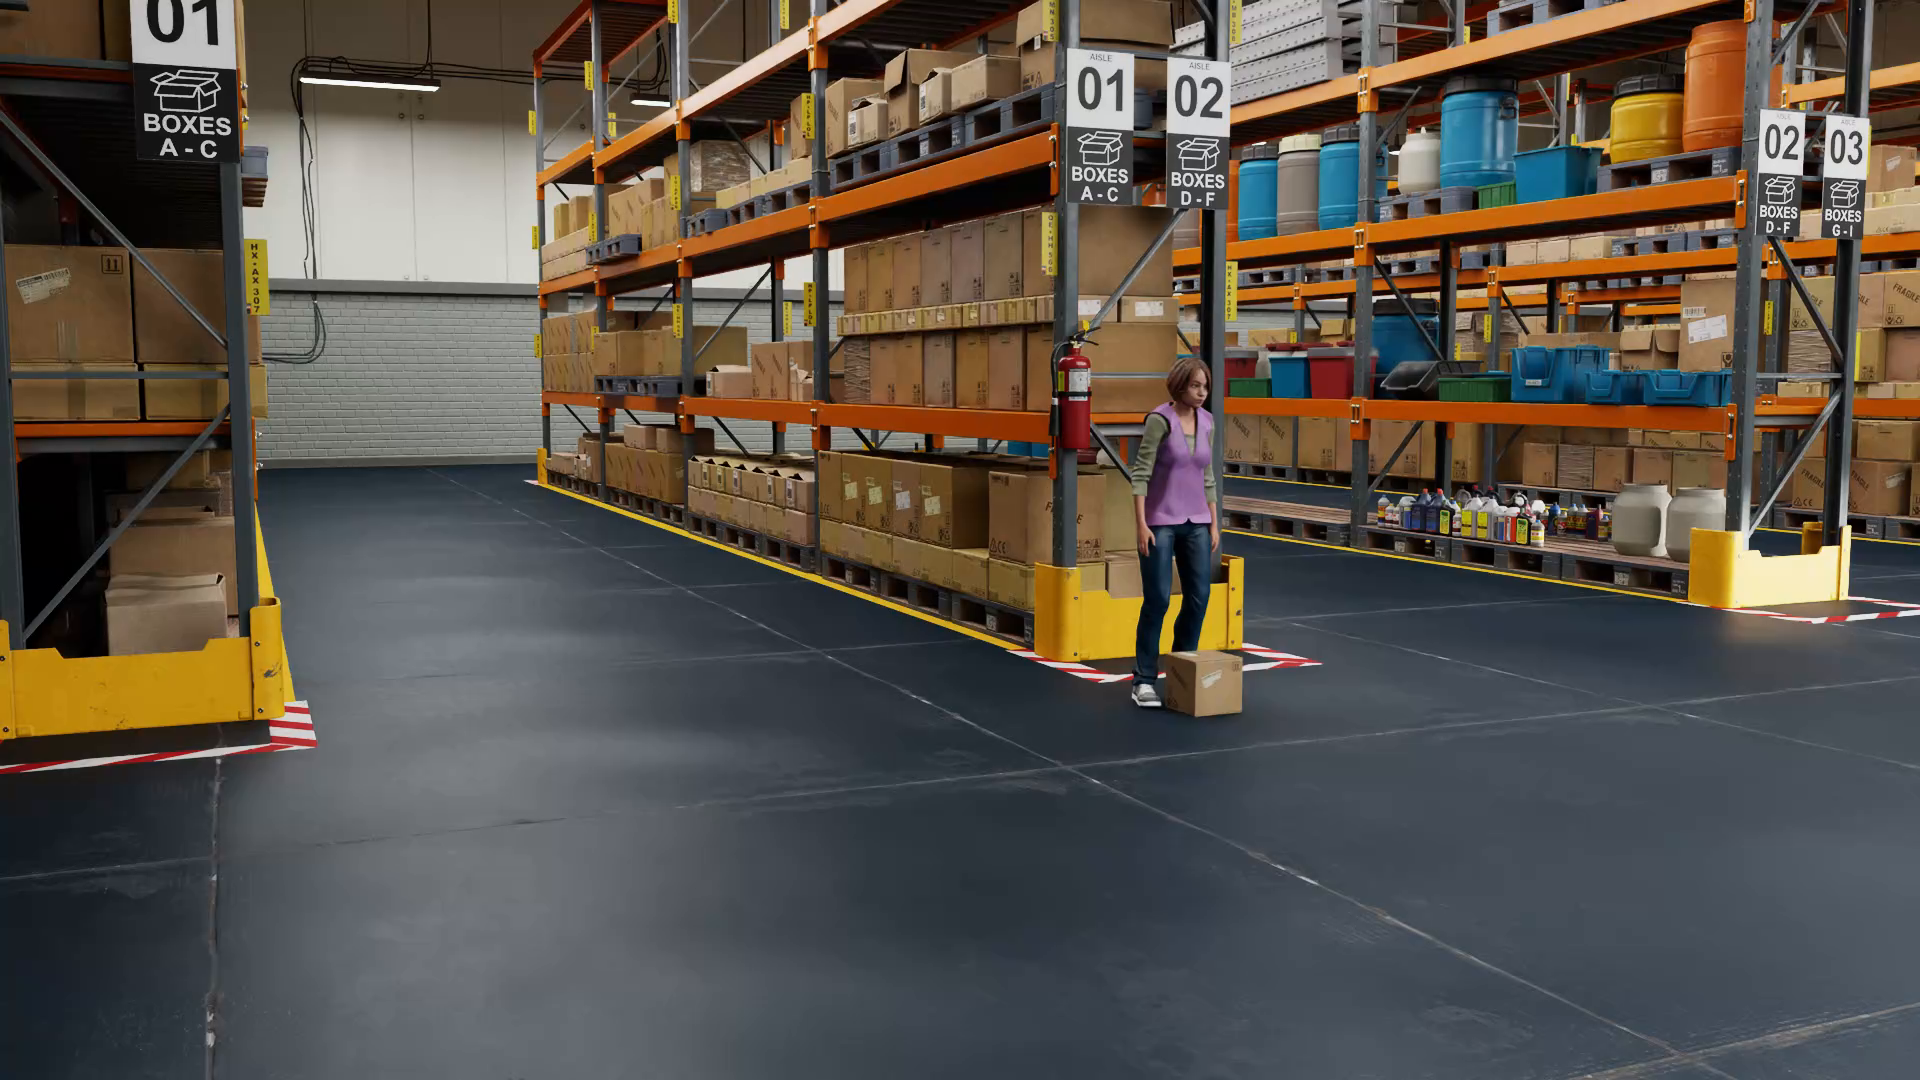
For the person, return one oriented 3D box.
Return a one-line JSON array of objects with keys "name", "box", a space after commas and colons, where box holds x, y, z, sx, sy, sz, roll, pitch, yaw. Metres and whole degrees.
[{"name": "person", "box": [0.996, -0.043, 7.663, 0.472, 1.592, 0.347, -3, 6, -27]}]
